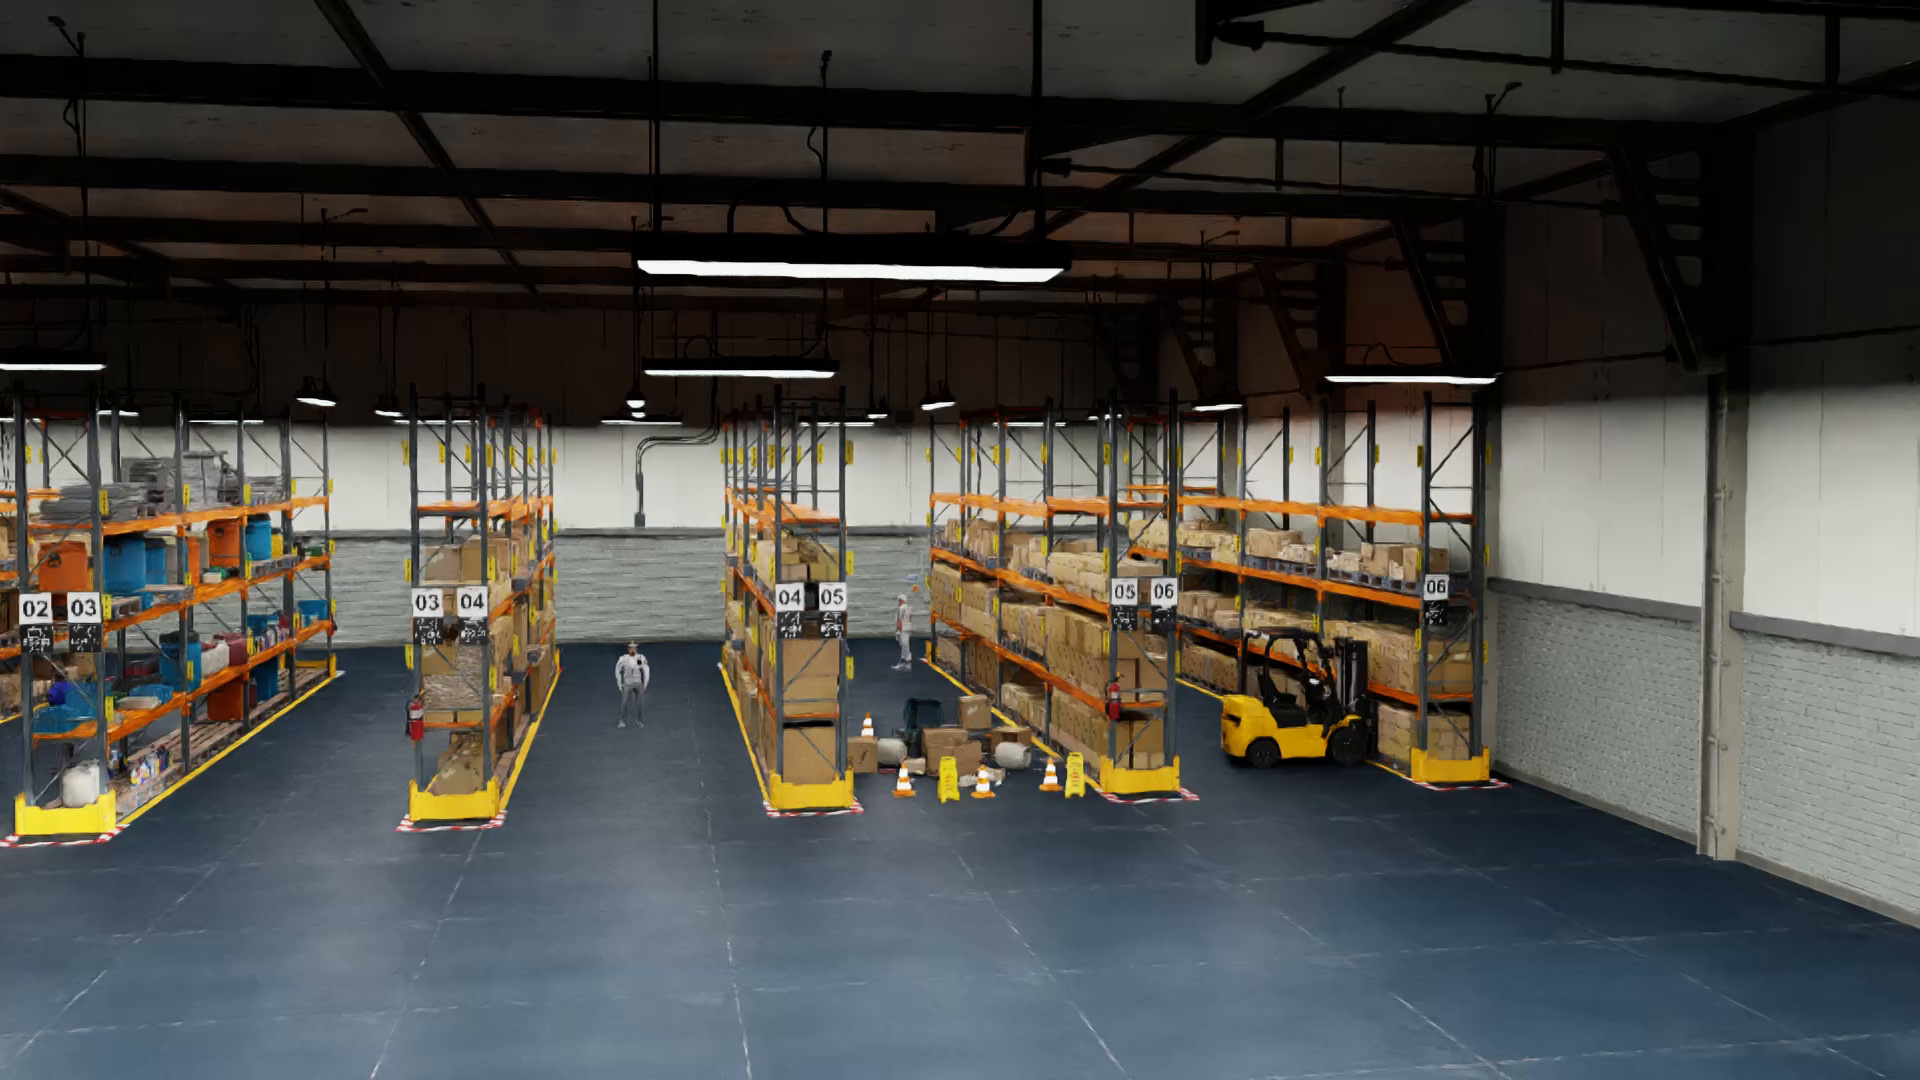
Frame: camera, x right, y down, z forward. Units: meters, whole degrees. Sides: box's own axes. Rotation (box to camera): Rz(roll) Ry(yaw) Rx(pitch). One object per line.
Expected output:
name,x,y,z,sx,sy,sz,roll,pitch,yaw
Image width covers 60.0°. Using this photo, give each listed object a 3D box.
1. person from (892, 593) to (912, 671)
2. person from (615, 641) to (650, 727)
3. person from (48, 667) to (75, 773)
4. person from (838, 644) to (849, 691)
person,-1.349,2.133,38.709,0.577,1.785,0.655,1,3,16
person,-6.032,2.642,30.617,0.639,1.632,0.512,-1,3,-12
person,-14.239,2.830,26.306,0.462,1.662,0.498,1,3,20
person,-2.579,2.400,35.384,0.449,1.599,0.467,1,3,20
